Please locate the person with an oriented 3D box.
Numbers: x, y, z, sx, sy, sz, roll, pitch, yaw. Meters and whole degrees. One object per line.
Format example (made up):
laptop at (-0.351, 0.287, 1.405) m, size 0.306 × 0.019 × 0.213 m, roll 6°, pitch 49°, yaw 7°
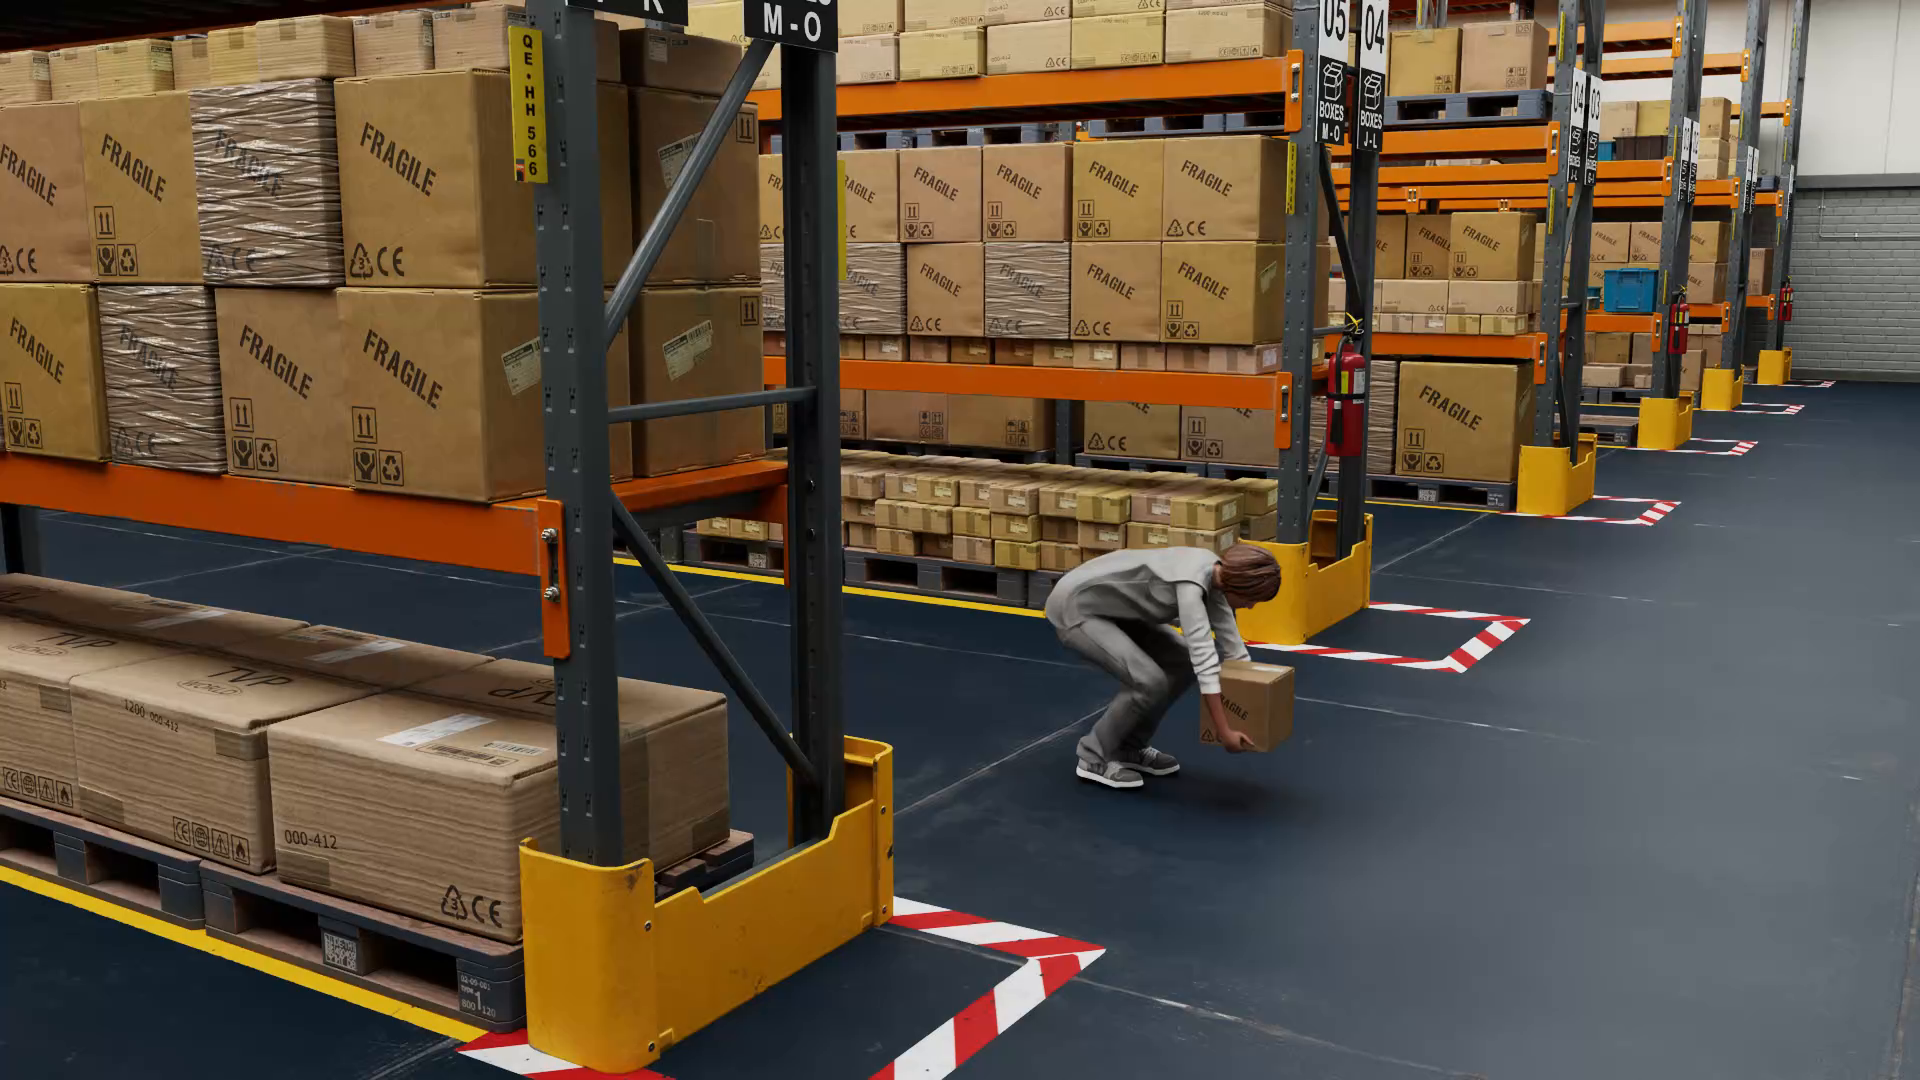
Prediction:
person at (0.718, 0.436, 5.951) m, size 0.854 × 0.897 × 0.424 m, roll 5°, pitch 11°, yaw 29°
